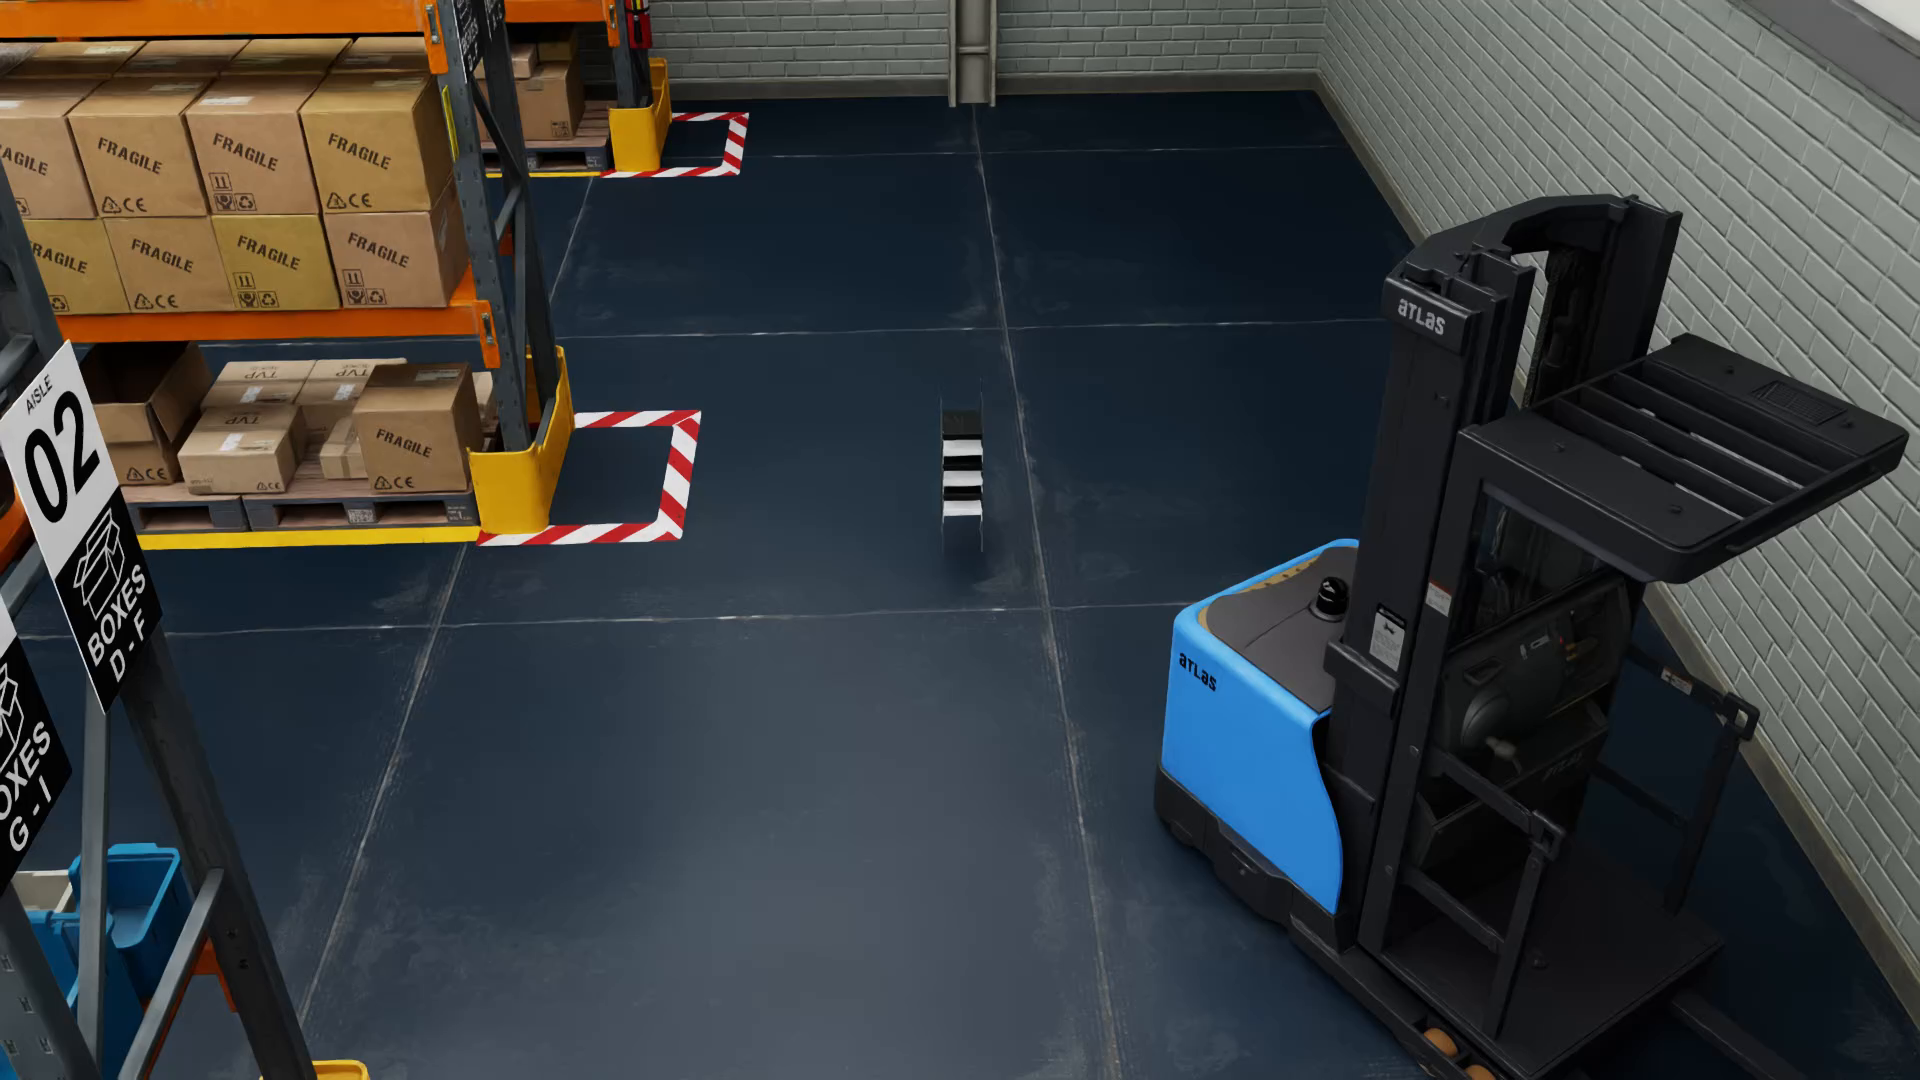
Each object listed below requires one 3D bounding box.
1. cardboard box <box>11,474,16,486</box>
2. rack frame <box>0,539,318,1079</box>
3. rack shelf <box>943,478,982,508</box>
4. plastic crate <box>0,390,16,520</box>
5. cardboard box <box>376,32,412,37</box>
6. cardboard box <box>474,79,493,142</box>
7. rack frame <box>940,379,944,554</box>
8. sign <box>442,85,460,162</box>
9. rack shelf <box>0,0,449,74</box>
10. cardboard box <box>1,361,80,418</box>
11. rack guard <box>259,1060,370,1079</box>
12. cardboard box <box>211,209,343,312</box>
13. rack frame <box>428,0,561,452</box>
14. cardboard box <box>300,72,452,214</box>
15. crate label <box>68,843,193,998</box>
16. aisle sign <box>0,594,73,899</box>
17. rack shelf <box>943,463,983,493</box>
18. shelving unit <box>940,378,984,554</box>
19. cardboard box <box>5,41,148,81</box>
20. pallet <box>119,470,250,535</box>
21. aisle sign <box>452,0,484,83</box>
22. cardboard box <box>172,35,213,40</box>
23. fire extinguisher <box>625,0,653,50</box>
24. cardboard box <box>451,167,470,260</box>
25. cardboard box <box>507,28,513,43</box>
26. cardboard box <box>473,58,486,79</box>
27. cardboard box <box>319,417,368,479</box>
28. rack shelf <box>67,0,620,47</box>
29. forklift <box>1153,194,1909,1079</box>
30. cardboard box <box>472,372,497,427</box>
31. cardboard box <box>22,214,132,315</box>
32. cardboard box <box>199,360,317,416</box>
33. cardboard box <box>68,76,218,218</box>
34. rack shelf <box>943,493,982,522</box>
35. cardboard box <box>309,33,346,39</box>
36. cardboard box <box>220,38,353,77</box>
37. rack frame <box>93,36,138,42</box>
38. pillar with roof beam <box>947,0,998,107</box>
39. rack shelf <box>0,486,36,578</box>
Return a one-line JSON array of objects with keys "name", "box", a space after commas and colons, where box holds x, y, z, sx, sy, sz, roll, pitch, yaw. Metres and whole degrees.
[{"name": "cardboard box", "box": [-5.019, -0.424, 8.830, 0.250, 0.166, 0.380, -2, 35, -2]}, {"name": "rack frame", "box": [-2.086, 1.217, 4.356, 0.127, 3.000, 1.000, -2, 35, -2]}, {"name": "rack shelf", "box": [0.008, -0.269, 8.564, 0.200, 0.077, 0.258, -2, 35, -2]}, {"name": "plastic crate", "box": [-2.484, -0.111, 3.753, 0.590, 0.269, 0.497, -2, 35, -2]}, {"name": "cardboard box", "box": [-4.400, -3.832, 12.909, 0.250, 0.149, 0.380, -1, 35, -2]}, {"name": "cardboard box", "box": [-3.749, -3.470, 12.956, 0.500, 0.500, 0.700, -2, 35, -2]}, {"name": "rack frame", "box": [-0.093, -0.368, 8.490, 0.006, 0.900, 0.240, -2, 35, -2]}, {"name": "sign", "box": [-2.310, -1.889, 7.548, 0.005, 0.325, 0.100, -2, 35, -2]}, {"name": "rack shelf", "box": [-4.314, -2.483, 7.698, 4.000, 0.370, 1.077, -2, 35, -2]}, {"name": "cardboard box", "box": [-5.007, -0.763, 9.193, 0.500, 0.311, 0.500, -2, 35, -2]}, {"name": "rack guard", "box": [-2.063, 2.237, 5.079, 0.348, 0.500, 1.175, -2, 35, -2]}, {"name": "cardboard box", "box": [-3.269, -1.457, 8.132, 0.500, 0.500, 0.500, -1, 35, -2]}, {"name": "rack frame", "box": [-2.317, -1.599, 8.424, 0.127, 3.000, 1.000, -2, 35, -2]}, {"name": "cardboard box", "box": [-2.748, -1.883, 7.868, 0.500, 0.500, 0.500, -2, 35, -3]}, {"name": "crate label", "box": [-2.348, 1.081, 4.647, 0.303, 0.233, 0.416, -2, 35, -2]}, {"name": "aisle sign", "box": [-2.000, 0.313, 3.378, 0.004, 0.787, 0.394, -2, 35, -2]}, {"name": "rack shelf", "box": [0.008, -0.343, 8.513, 0.200, 0.077, 0.258, -2, 35, -2]}, {"name": "shelving unit", "box": [0.008, -0.370, 8.494, 0.210, 0.900, 0.258, -2, 35, -2]}, {"name": "cardboard box", "box": [-4.302, -2.146, 8.248, 0.500, 0.500, 0.500, -2, 35, -3]}, {"name": "pallet", "box": [-4.405, -0.397, 9.138, 1.213, 0.211, 1.003, -2, 35, -2]}, {"name": "aisle sign", "box": [-2.234, -2.496, 7.436, 0.004, 0.787, 0.394, -2, 35, -2]}, {"name": "cardboard box", "box": [-5.953, -3.789, 12.847, 0.250, 0.149, 0.380, -2, 35, -3]}, {"name": "fire extinguisher", "box": [-2.382, -3.971, 12.248, 0.183, 0.674, 0.296, -2, 35, -2]}, {"name": "cardboard box", "box": [-2.772, -1.778, 8.595, 0.500, 0.500, 0.500, -1, 35, -1]}, {"name": "cardboard box", "box": [-3.640, -3.853, 12.940, 0.250, 0.149, 0.380, -1, 35, -2]}, {"name": "cardboard box", "box": [-3.624, -3.636, 12.626, 0.250, 0.149, 0.380, -1, 35, -1]}, {"name": "cardboard box", "box": [-3.257, -0.500, 8.940, 0.250, 0.166, 0.380, -2, 35, -2]}, {"name": "rack shelf", "box": [-4.553, -4.065, 12.620, 4.000, 0.370, 1.077, -2, 35, -2]}, {"name": "forklift", "box": [2.067, 0.493, 5.462, 1.130, 2.935, 3.031, -22, 40, -28]}, {"name": "cardboard box", "box": [-2.751, -0.792, 9.376, 0.250, 0.149, 0.380, -2, 35, -2]}, {"name": "cardboard box", "box": [-4.271, -1.433, 8.097, 0.500, 0.500, 0.500, -2, 35, -3]}, {"name": "cardboard box", "box": [-3.872, -0.769, 9.255, 0.500, 0.250, 0.500, -2, 35, -2]}, {"name": "cardboard box", "box": [-3.770, -1.852, 7.824, 0.500, 0.500, 0.500, -1, 35, -1]}, {"name": "rack shelf", "box": [0.008, -0.195, 8.616, 0.200, 0.077, 0.258, -2, 35, -2]}, {"name": "cardboard box", "box": [-4.911, -3.818, 12.889, 0.250, 0.149, 0.380, -1, 35, -2]}, {"name": "cardboard box", "box": [-3.294, -2.171, 8.284, 0.500, 0.500, 0.500, -1, 35, -2]}, {"name": "rack frame", "box": [-6.550, -4.307, 12.337, 0.127, 3.000, 1.000, -2, 35, -2]}, {"name": "pillar with roof beam", "box": [0.305, -4.999, 8.065, 0.400, 9.000, 9.100, -2, 35, -2]}, {"name": "rack shelf", "box": [-4.084, 0.333, 3.629, 4.000, 0.370, 1.077, -2, 35, -2]}]
